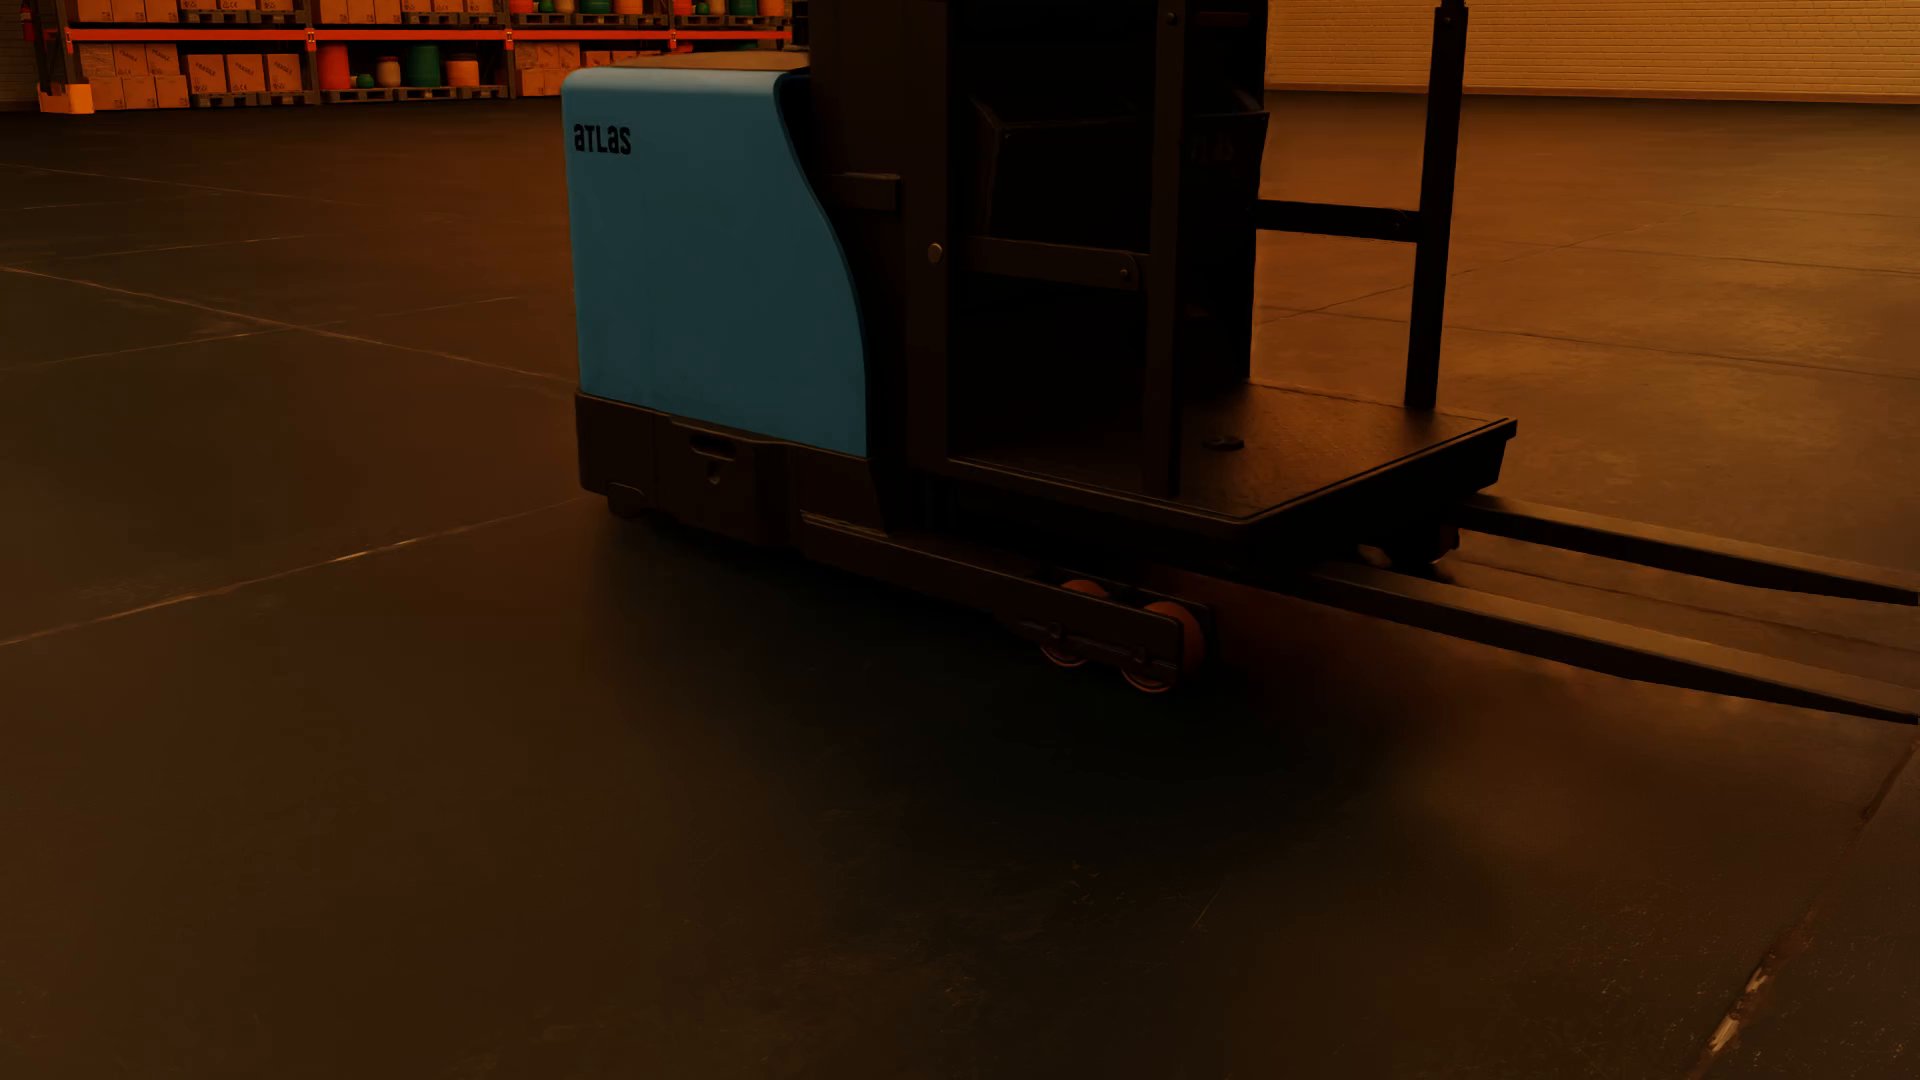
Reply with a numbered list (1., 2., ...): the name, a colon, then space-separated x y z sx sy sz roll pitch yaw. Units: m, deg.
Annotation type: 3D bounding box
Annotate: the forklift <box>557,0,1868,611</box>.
1. forklift: 0.635 -1.451 3.677 3.031 2.935 1.130 -3 17 -10
